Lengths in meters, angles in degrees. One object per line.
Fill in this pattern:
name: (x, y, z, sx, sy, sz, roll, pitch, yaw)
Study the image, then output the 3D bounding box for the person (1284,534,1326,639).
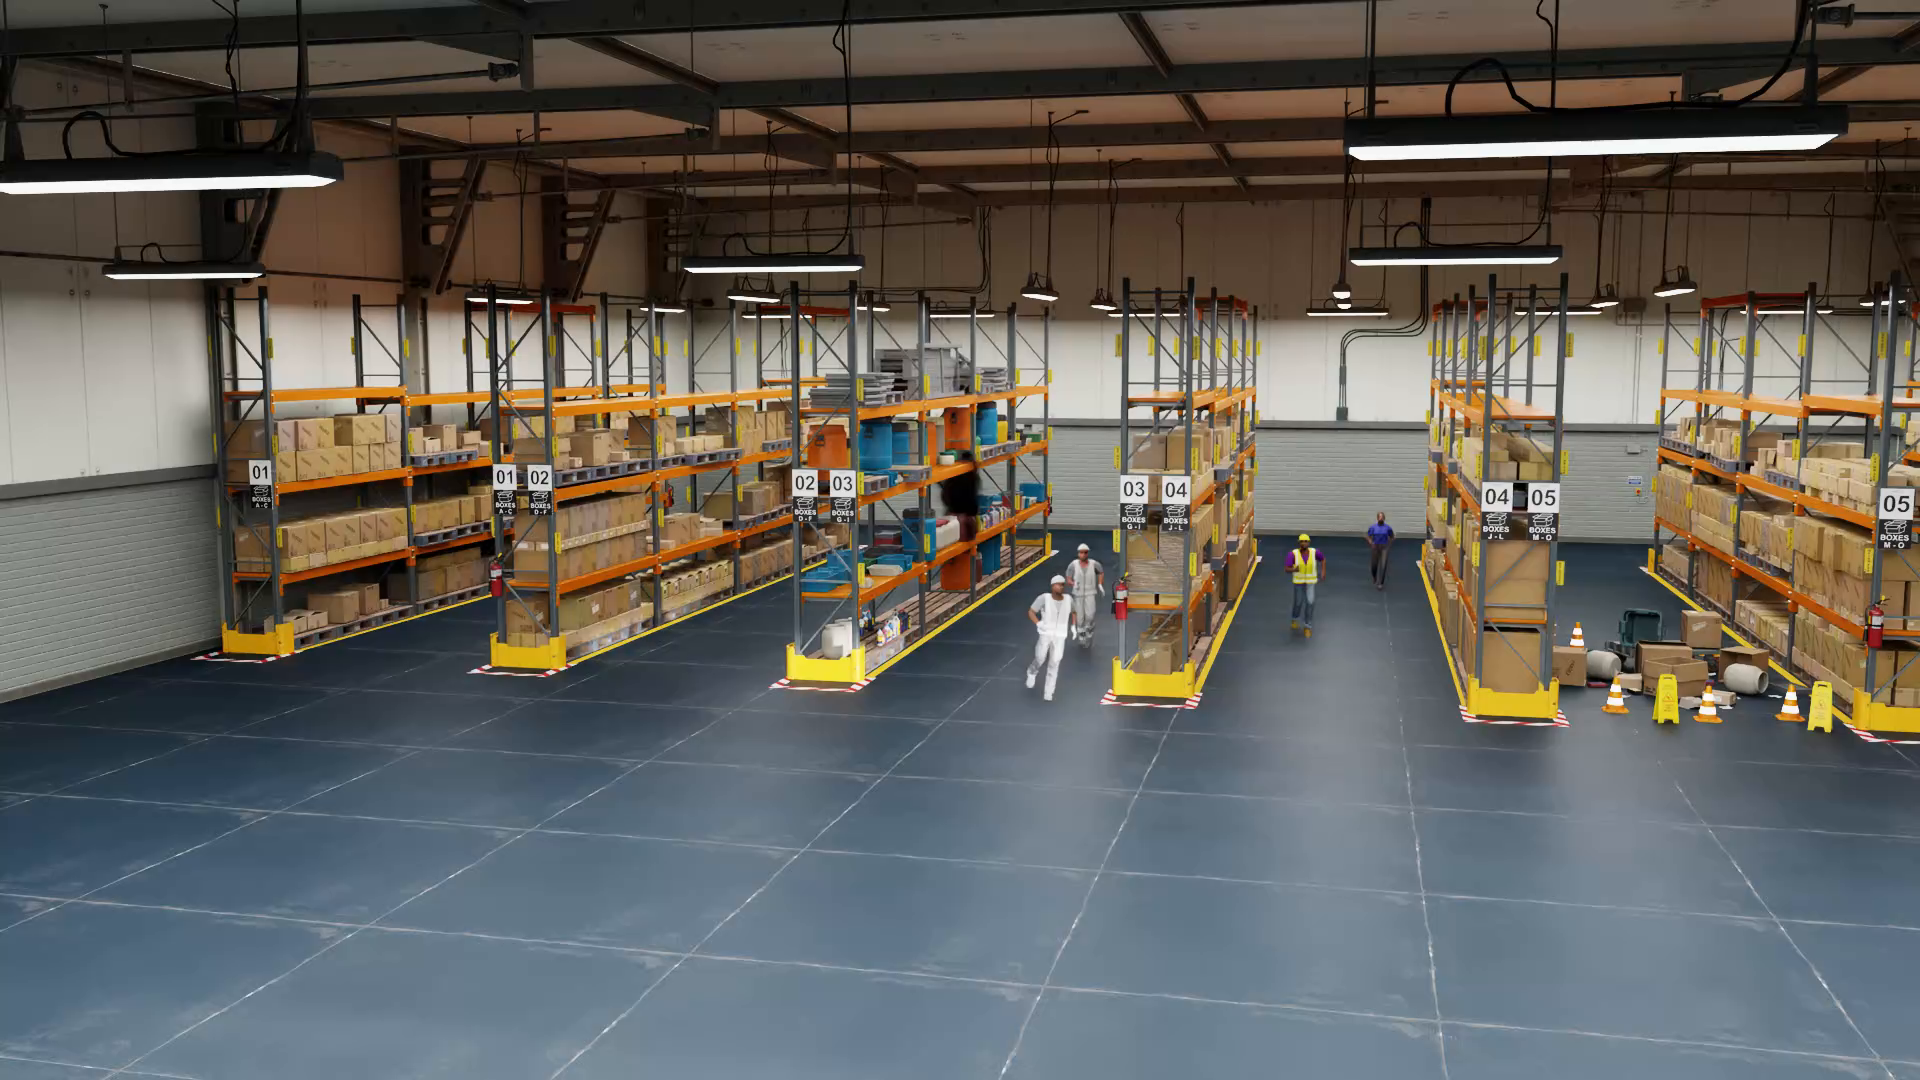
person: (6.044, 0.782, 29.163, 0.713, 1.813, 0.910, 1, 7, 10)

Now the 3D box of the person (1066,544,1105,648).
person: (2.083, 0.937, 27.706, 0.648, 1.757, 0.764, 1, 7, 7)

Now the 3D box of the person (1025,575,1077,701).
person: (1.358, 1.378, 23.965, 0.744, 1.741, 0.955, -1, 7, -9)

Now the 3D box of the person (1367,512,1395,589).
person: (8.791, 0.213, 34.768, 0.573, 1.600, 0.584, 1, 7, 10)

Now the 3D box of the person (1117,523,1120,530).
person: (3.645, 0.150, 34.733, 0.727, 1.797, 0.843, 1, 7, 9)
